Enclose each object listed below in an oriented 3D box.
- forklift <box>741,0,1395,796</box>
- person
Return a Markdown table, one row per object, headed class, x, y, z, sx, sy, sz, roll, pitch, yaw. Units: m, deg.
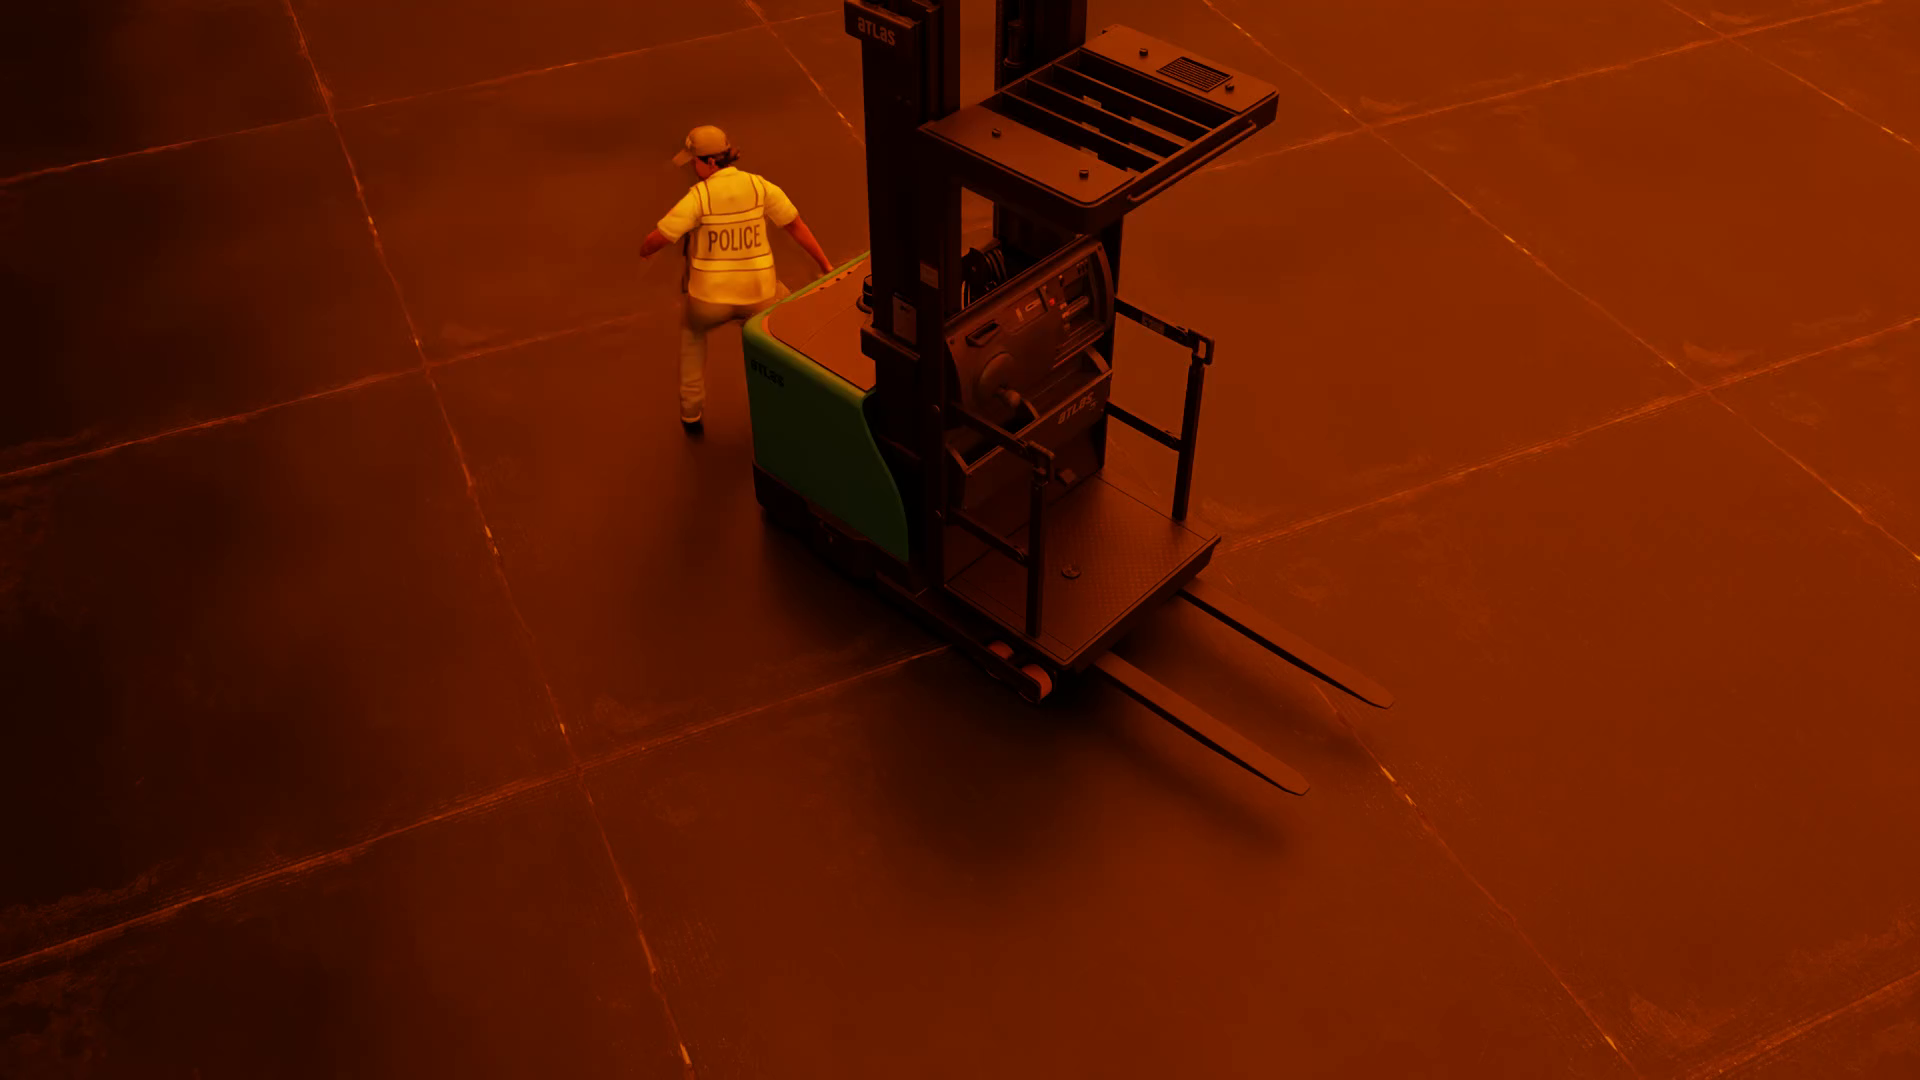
| class | x | y | z | sx | sy | sz | roll | pitch | yaw |
| --- | --- | --- | --- | --- | --- | --- | --- | --- | --- |
| forklift | 0.445 | -0.788 | 6.525 | 3.031 | 2.935 | 1.130 | 32 | 52 | 30 |
| person | -1.057 | -1.249 | 8.136 | 0.936 | 1.568 | 0.520 | -11 | 44 | -11 |
